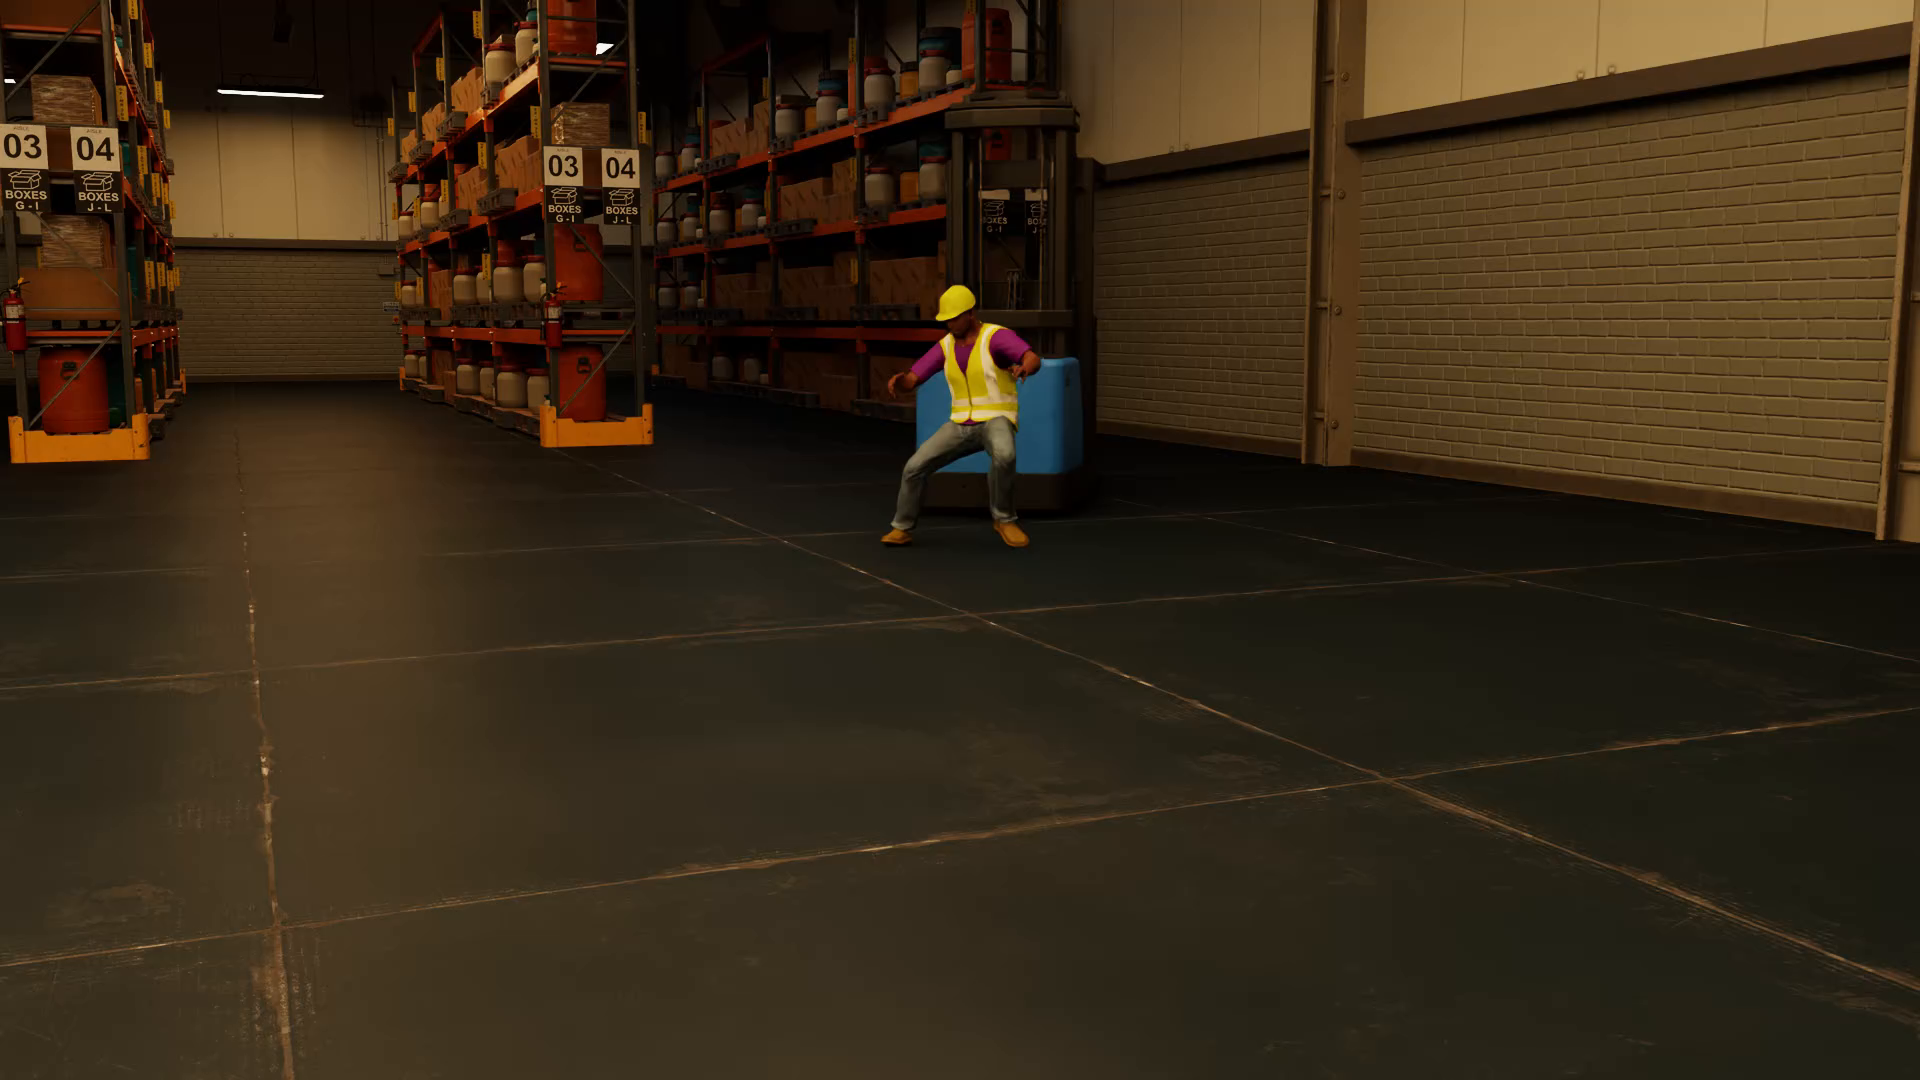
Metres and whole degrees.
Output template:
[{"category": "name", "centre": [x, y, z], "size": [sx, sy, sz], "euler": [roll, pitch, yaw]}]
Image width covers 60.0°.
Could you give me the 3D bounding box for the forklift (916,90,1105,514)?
[{"category": "forklift", "centre": [0.491, -1.789, 12.510], "size": [1.130, 2.935, 3.031], "euler": [2, 8, 12]}]

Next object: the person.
[{"category": "person", "centre": [0.025, -0.708, 9.661], "size": [1.026, 1.539, 0.786], "euler": [5, 9, 33]}]
